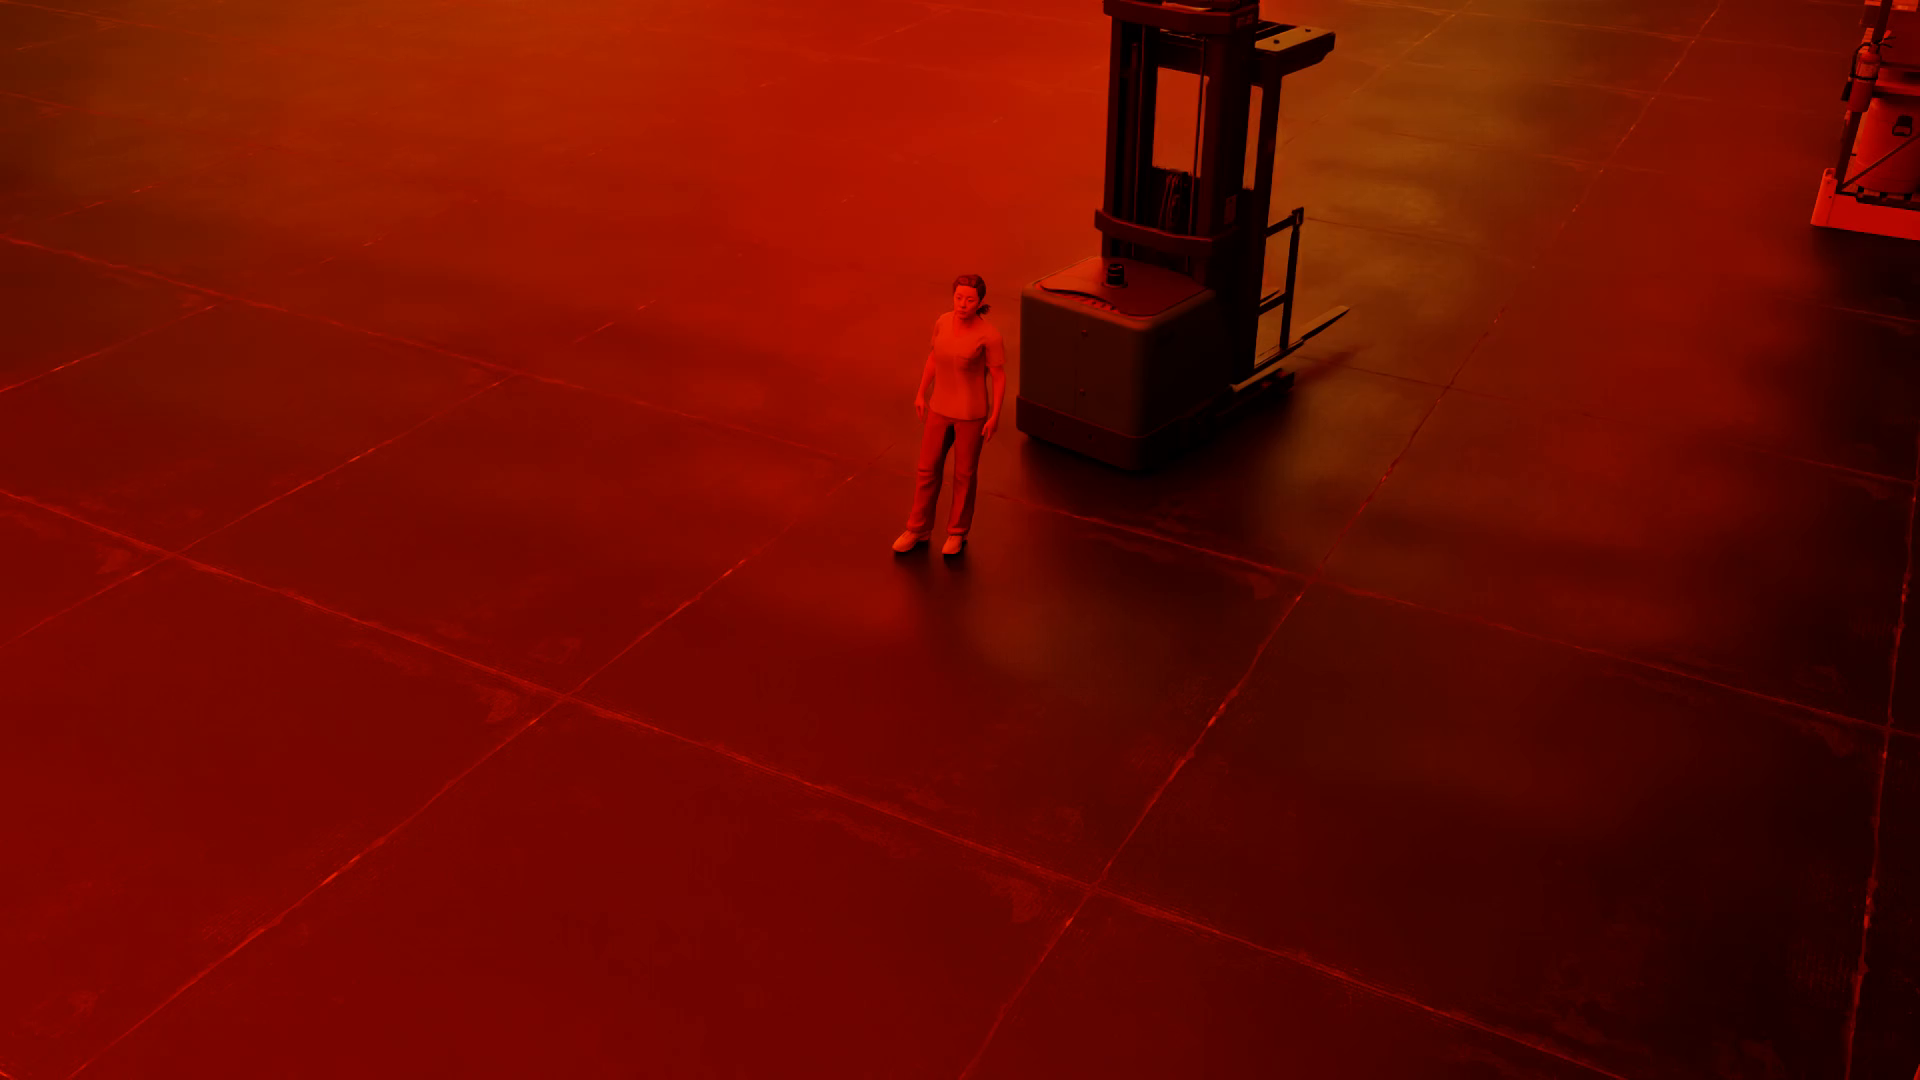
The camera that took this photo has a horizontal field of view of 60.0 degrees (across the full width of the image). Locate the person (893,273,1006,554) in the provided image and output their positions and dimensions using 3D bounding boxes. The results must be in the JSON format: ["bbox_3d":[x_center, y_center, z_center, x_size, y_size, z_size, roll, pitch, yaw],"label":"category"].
[{"bbox_3d":[-0.046,-0.703,9.530,0.553,1.675,0.549,15,33,25],"label":"person"}]

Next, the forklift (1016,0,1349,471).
[{"bbox_3d":[1.716,-2.370,11.177,1.130,2.935,3.031,23,37,34],"label":"forklift"}]
